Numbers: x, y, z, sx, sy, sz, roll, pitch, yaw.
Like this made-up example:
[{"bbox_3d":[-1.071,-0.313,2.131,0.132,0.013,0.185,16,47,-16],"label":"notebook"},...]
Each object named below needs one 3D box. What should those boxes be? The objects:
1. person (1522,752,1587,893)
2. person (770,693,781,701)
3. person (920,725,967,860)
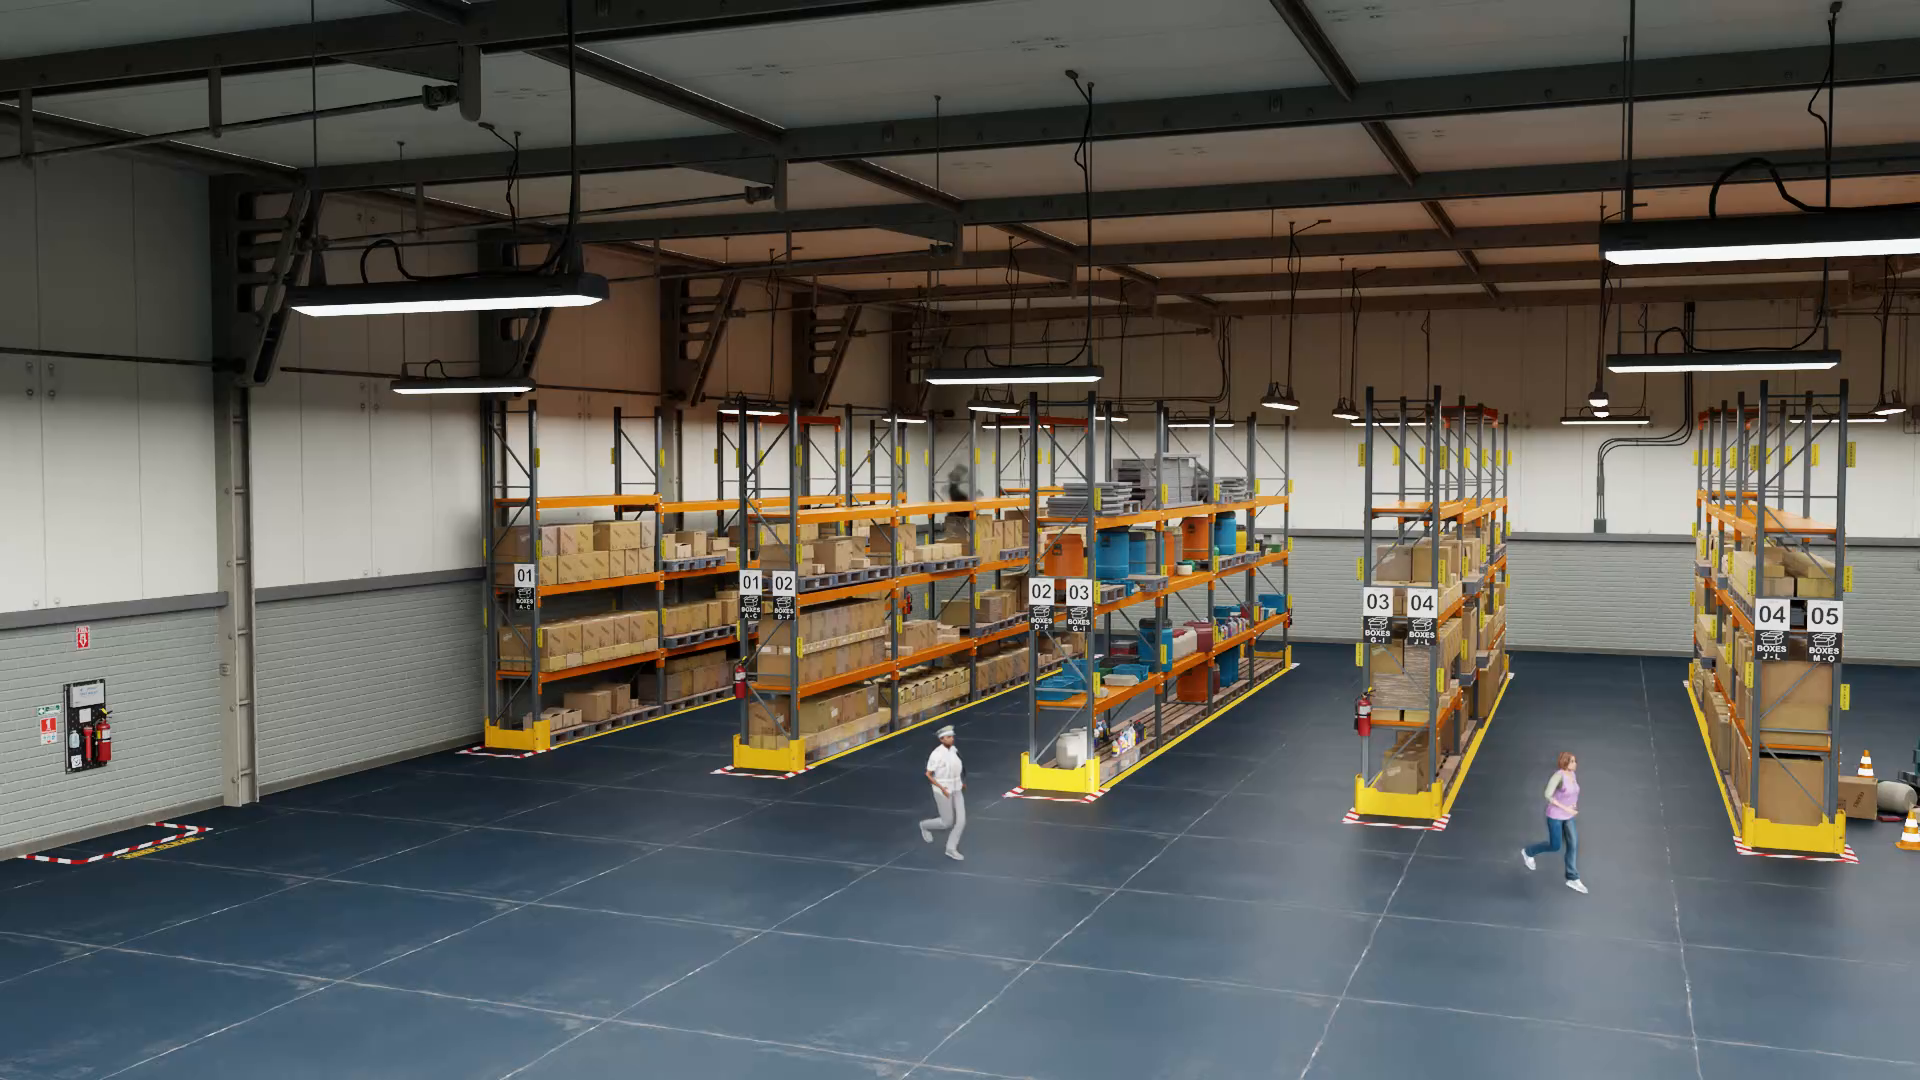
[{"bbox_3d":[6.998,3.255,19.481,0.565,1.589,0.878,-2,4,-38],"label":"person"},{"bbox_3d":[-3.264,2.605,31.026,0.663,1.746,0.813,1,3,24],"label":"person"},{"bbox_3d":[-0.189,3.152,20.930,0.668,1.674,0.584,3,4,44],"label":"person"}]
